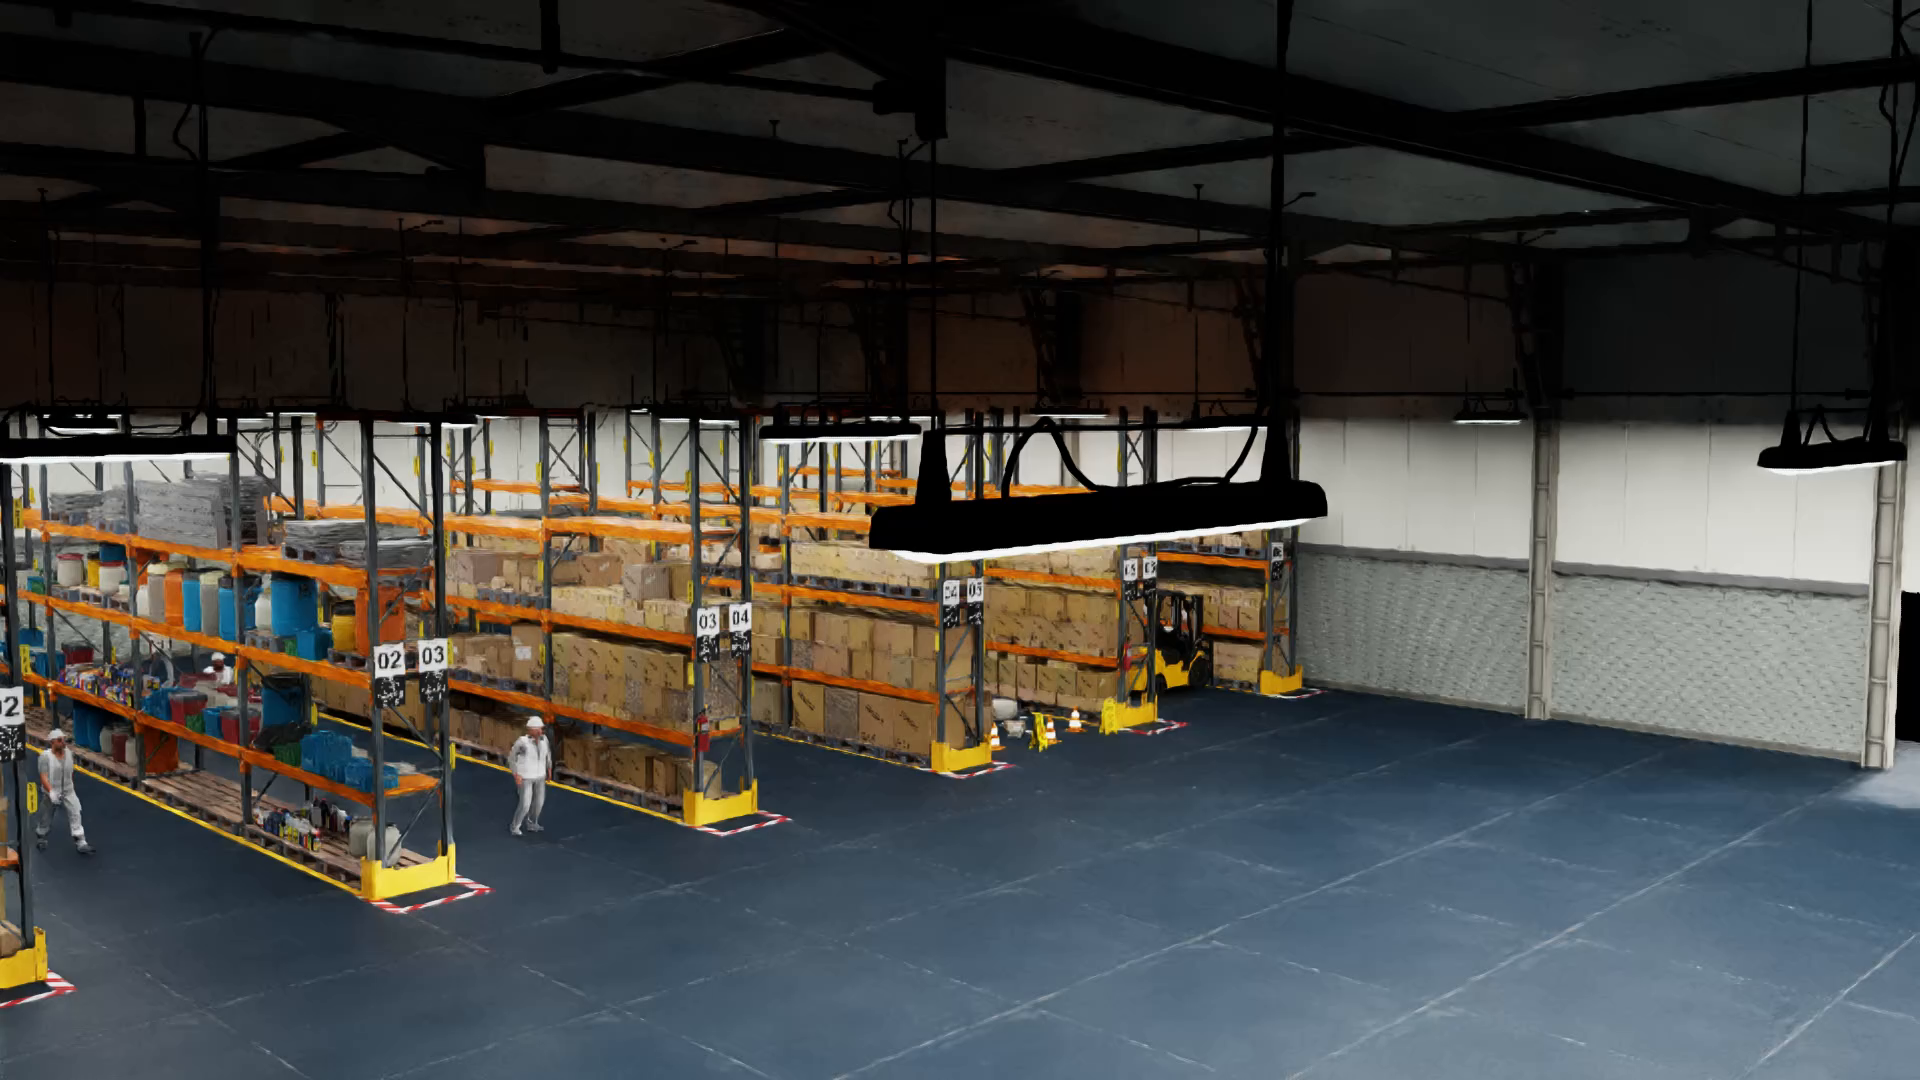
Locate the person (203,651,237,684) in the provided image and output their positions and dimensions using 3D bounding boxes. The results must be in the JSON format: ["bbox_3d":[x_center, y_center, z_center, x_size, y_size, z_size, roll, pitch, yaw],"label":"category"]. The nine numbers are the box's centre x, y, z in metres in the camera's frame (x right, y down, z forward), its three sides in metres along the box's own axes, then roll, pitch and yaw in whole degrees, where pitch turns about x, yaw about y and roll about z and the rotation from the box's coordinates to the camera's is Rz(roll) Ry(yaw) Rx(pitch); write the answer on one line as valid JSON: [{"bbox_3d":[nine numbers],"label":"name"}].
[{"bbox_3d":[-13.205,2.839,29.683,1.042,1.733,0.577,5,7,43],"label":"person"}]

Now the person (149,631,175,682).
[{"bbox_3d":[-17.183,2.359,35.730,0.456,1.589,1.088,-5,7,-43],"label":"person"}]

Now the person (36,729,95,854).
[{"bbox_3d":[-12.331,3.441,22.768,1.031,1.728,0.528,4,6,36],"label":"person"}]

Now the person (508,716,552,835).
[{"bbox_3d":[-6.156,3.365,23.865,0.574,1.726,0.677,5,7,42],"label":"person"}]
